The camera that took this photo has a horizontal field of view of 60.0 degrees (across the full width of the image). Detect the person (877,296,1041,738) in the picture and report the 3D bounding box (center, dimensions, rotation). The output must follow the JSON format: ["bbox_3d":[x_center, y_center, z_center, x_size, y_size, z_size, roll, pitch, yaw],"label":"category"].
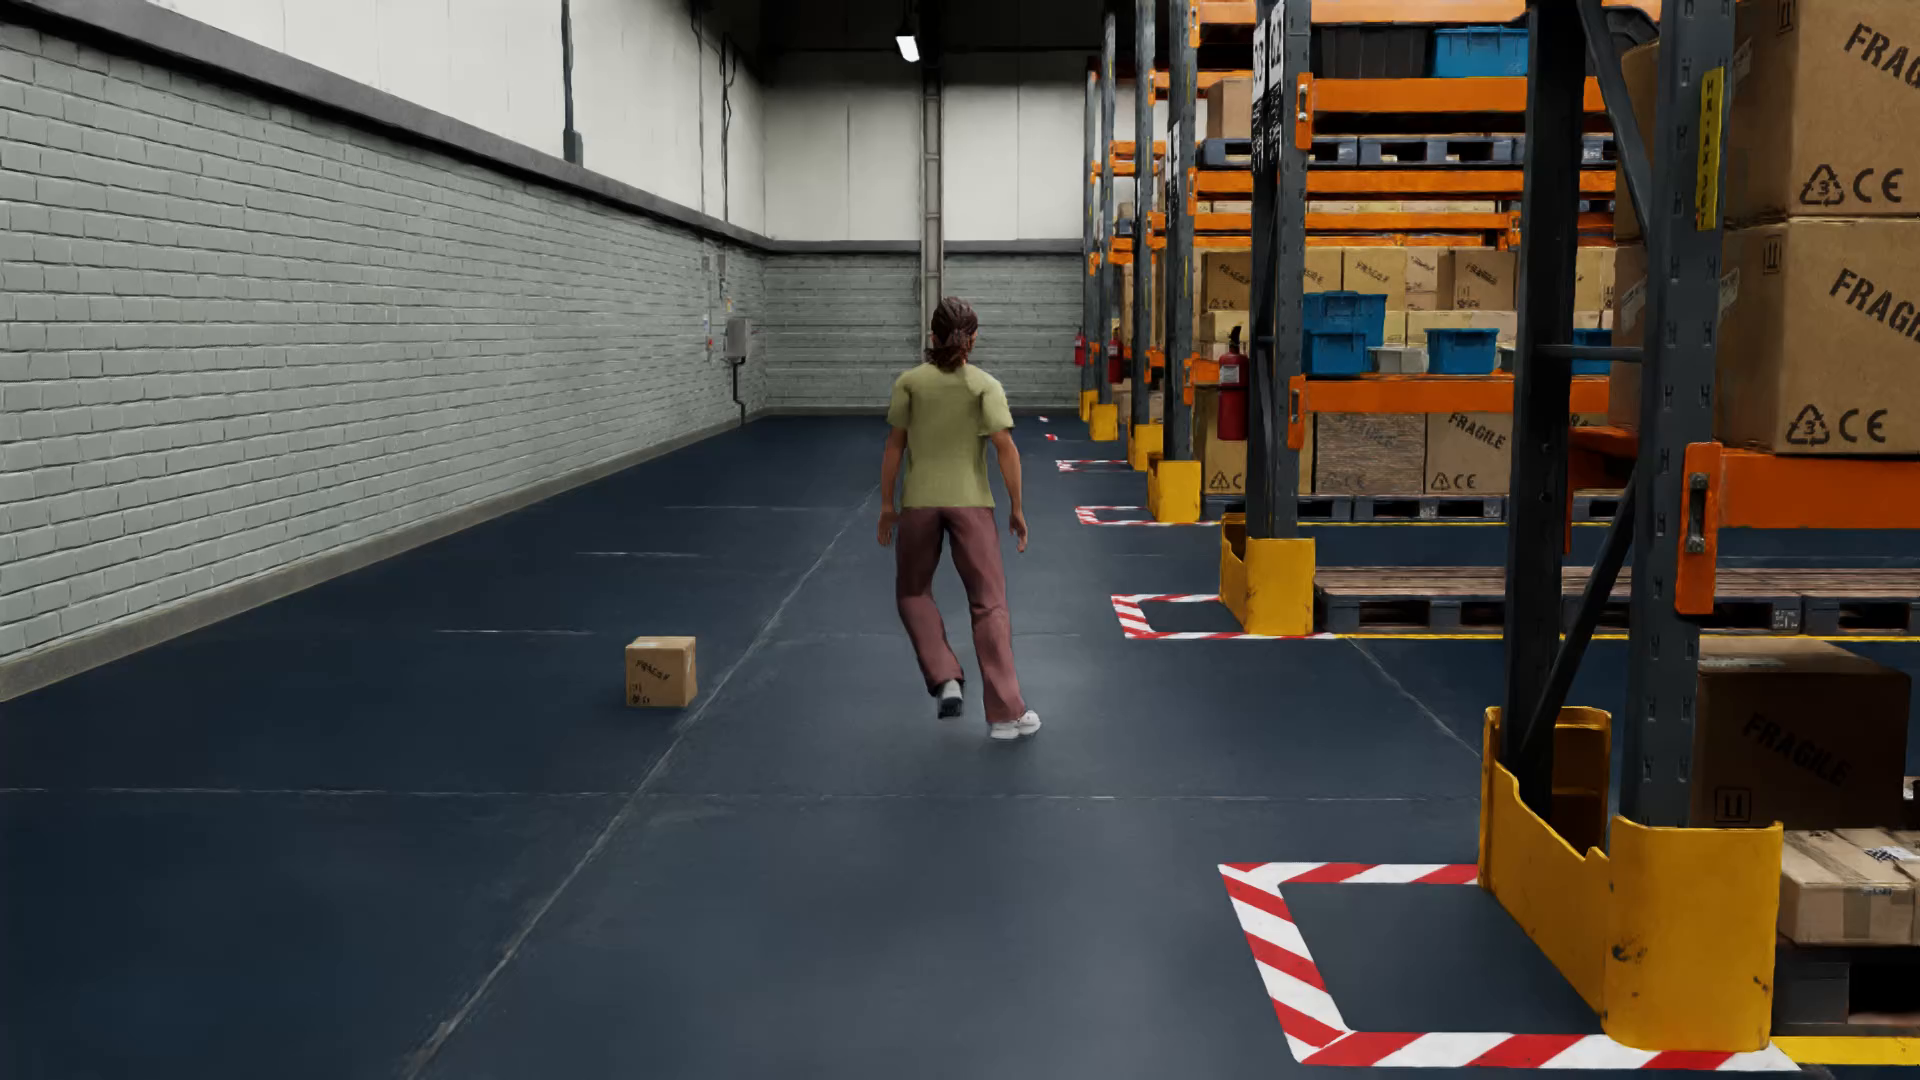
[{"bbox_3d":[-0.010,-0.089,6.319,0.636,1.661,0.402,1,7,7],"label":"person"}]
